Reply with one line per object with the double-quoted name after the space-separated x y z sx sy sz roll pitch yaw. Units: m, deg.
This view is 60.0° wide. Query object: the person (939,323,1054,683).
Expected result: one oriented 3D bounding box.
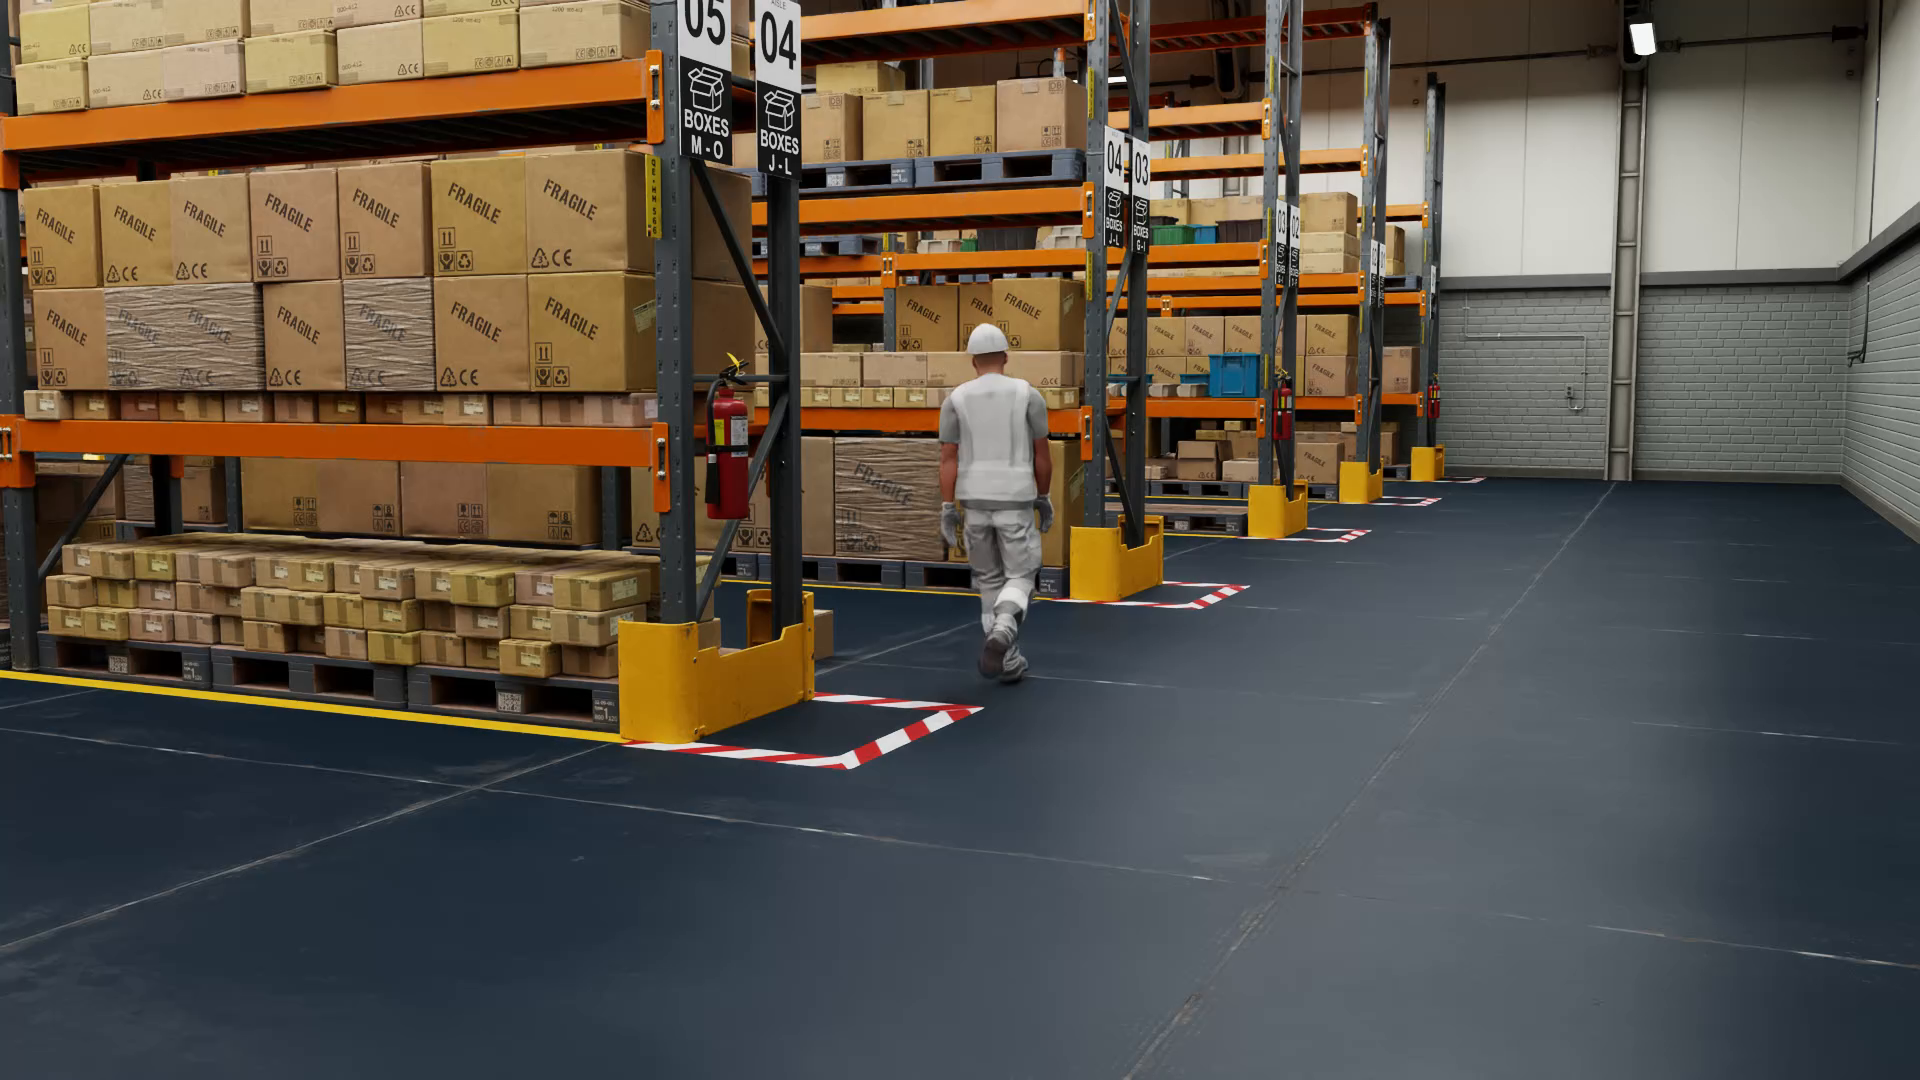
0.162 -0.161 8.054 0.541 1.771 0.833 1 6 12 "person"
